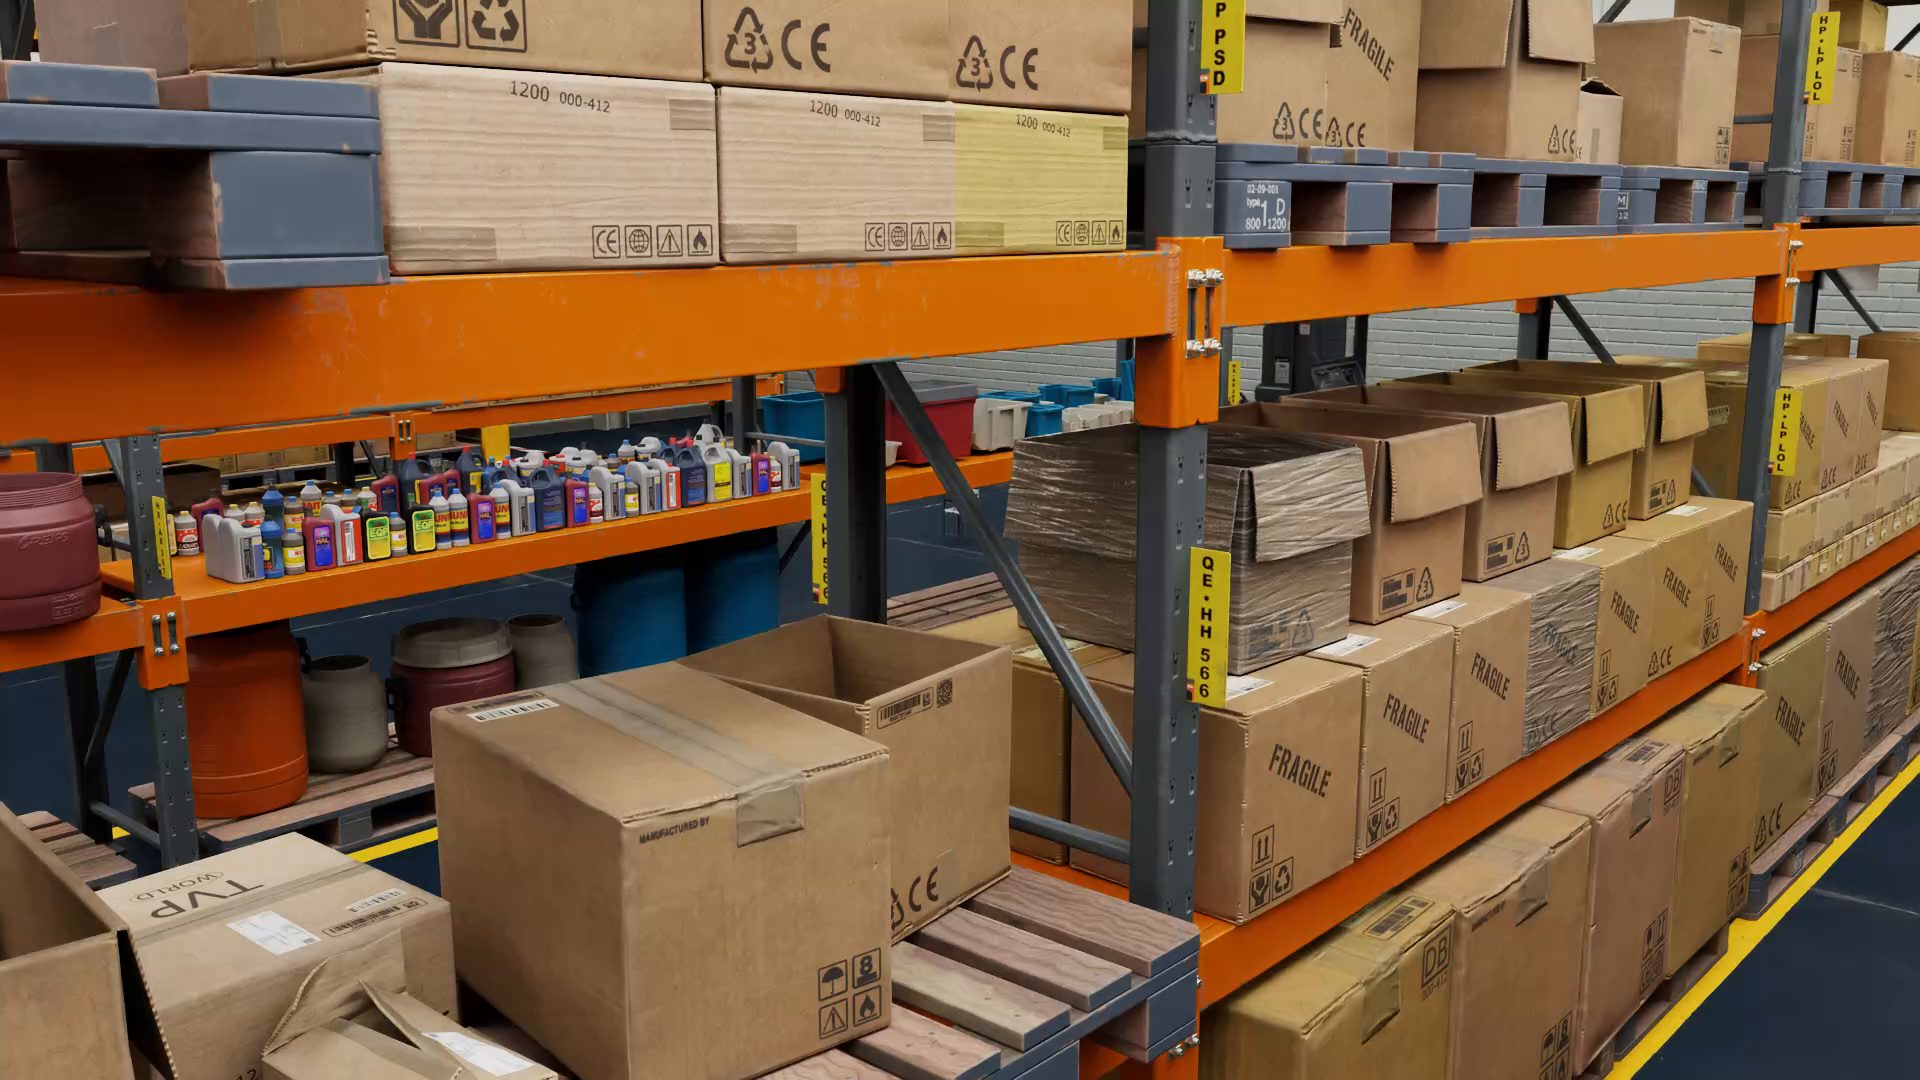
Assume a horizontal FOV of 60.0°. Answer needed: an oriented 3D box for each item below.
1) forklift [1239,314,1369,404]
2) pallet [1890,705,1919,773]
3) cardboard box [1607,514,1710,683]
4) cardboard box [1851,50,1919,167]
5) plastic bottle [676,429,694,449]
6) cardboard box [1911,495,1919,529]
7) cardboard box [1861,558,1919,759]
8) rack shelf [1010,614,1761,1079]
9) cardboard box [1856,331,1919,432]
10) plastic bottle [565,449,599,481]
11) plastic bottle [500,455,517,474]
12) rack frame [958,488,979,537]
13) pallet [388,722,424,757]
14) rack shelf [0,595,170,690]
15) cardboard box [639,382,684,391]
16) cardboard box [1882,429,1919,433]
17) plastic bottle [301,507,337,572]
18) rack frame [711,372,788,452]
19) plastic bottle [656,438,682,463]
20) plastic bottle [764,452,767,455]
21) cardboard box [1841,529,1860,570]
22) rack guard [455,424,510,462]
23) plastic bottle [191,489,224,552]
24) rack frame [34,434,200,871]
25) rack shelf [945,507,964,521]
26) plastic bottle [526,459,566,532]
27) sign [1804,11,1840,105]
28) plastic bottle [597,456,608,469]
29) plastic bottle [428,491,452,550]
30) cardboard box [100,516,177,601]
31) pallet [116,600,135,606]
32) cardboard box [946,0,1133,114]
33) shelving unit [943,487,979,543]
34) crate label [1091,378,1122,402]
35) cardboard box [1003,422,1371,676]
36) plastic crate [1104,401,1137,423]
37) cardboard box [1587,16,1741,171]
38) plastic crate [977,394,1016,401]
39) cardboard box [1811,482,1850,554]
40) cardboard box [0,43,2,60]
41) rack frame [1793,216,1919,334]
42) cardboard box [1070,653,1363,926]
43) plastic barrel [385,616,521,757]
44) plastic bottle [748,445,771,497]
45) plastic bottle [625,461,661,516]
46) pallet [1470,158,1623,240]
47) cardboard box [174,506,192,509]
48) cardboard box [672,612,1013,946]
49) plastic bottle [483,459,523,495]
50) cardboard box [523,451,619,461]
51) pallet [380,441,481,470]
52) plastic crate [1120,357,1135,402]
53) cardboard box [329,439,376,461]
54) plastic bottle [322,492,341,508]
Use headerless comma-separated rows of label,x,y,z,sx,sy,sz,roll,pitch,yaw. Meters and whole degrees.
forklift,3.346,-1.333,13.900,3.031,2.935,1.130,9,14,37
pallet,4.903,0.958,9.376,1.003,0.211,1.213,10,15,40
cardboard box,2.296,0.178,5.905,0.500,0.500,0.500,10,15,42
cardboard box,4.013,-1.984,7.743,0.700,0.500,0.500,11,15,43
plastic bottle,-1.640,-0.513,9.921,0.061,0.283,0.133,10,15,40
cardboard box,4.711,-0.169,8.538,0.380,0.149,0.250,9,15,39
cardboard box,4.409,0.537,8.716,0.875,0.875,0.875,10,15,40
rack shelf,1.411,0.698,5.393,1.077,0.370,4.000,10,15,40
cardboard box,5.248,-0.872,9.125,0.500,0.500,0.500,10,15,41
plastic bottle,-2.078,-0.353,9.139,0.152,0.276,0.135,10,15,40
plastic bottle,-2.442,-0.323,9.000,0.097,0.271,0.097,0,11,0
rack frame,0.072,-0.457,14.704,0.240,0.900,0.006,10,15,40
pallet,-2.335,1.067,8.831,1.003,0.211,1.213,10,15,40
rack shelf,-4.950,0.646,5.653,1.077,0.370,4.000,10,15,40
cardboard box,-2.832,-1.617,14.893,0.500,0.500,0.500,10,15,41
cardboard box,5.251,-0.504,9.199,0.500,0.250,0.500,9,15,39
plastic bottle,-2.850,-0.008,7.389,0.061,0.283,0.133,10,15,40
rack frame,-2.067,-1.819,16.158,1.000,3.000,0.127,10,15,40
plastic bottle,-1.580,-0.379,9.075,0.144,0.351,0.185,10,15,40
plastic bottle,-1.113,-0.405,9.589,0.097,0.201,0.097,0,11,0
cardboard box,3.864,0.020,7.594,0.380,0.149,0.250,9,15,40
rack guard,-5.775,-1.236,19.624,1.175,0.500,0.348,10,15,40
plastic bottle,-3.531,-0.092,7.811,0.061,0.283,0.133,10,15,40
rack frame,-3.630,-0.001,7.056,1.000,3.000,0.127,10,15,40
rack shelf,0.005,-0.233,14.671,0.258,0.077,0.200,10,15,40
plastic bottle,-2.077,-0.225,8.307,0.144,0.351,0.185,10,15,40
sign,3.145,-1.759,6.077,0.100,0.325,0.005,10,15,40
plastic bottle,-2.048,-0.377,9.446,0.097,0.201,0.097,0,11,0
plastic bottle,-2.458,-0.094,7.854,0.097,0.271,0.097,0,11,0
cardboard box,-5.816,0.110,11.760,0.500,0.500,0.500,9,14,38
pallet,-6.021,0.442,11.958,1.003,0.211,1.213,10,15,40
cardboard box,-0.036,-1.023,2.983,0.500,0.500,0.500,10,15,42
shelving unit,0.005,-0.442,14.629,0.258,0.900,0.210,10,15,40
crate label,1.241,-1.131,12.990,0.416,0.233,0.303,10,15,40
cardboard box,0.586,-0.007,4.269,0.797,0.503,0.637,10,15,42
plastic crate,1.249,-0.934,12.251,0.396,0.136,0.243,10,15,40
cardboard box,2.356,-1.588,6.017,0.700,0.500,0.500,10,15,42
plastic crate,0.174,-0.893,11.799,0.416,0.233,0.300,10,15,40
cardboard box,3.570,-0.129,7.321,0.500,0.250,0.500,10,15,40
cardboard box,-1.387,-0.623,2.037,0.380,0.166,0.250,9,15,39
rack frame,5.372,-0.537,9.742,1.000,3.000,0.127,10,15,40
cardboard box,0.616,0.554,4.021,0.500,0.500,0.500,10,15,42
plastic barrel,-2.574,0.736,8.454,0.600,0.588,0.708,10,15,40
plastic bottle,-1.125,-0.392,9.314,0.061,0.283,0.133,10,15,40
plastic bottle,-1.669,-0.281,8.775,0.152,0.276,0.135,10,15,40
pallet,1.212,-1.005,4.908,1.003,0.211,1.213,11,16,43
cardboard box,-5.889,-0.028,12.451,0.500,0.500,0.500,10,15,41
cardboard box,-0.236,0.469,3.375,0.500,0.500,0.500,8,14,33
plastic bottle,-2.280,-0.225,8.306,0.144,0.351,0.185,10,15,40
cardboard box,-3.471,-0.499,14.800,0.797,0.503,0.637,10,15,40
pallet,-6.260,-0.963,18.995,1.003,0.211,1.213,10,15,40
plastic crate,1.571,-1.151,12.572,0.616,0.435,0.499,10,15,40
cardboard box,-6.839,-1.175,18.245,0.700,0.500,0.500,9,14,39
plastic bottle,-3.120,-0.138,8.251,0.097,0.201,0.097,0,11,0
